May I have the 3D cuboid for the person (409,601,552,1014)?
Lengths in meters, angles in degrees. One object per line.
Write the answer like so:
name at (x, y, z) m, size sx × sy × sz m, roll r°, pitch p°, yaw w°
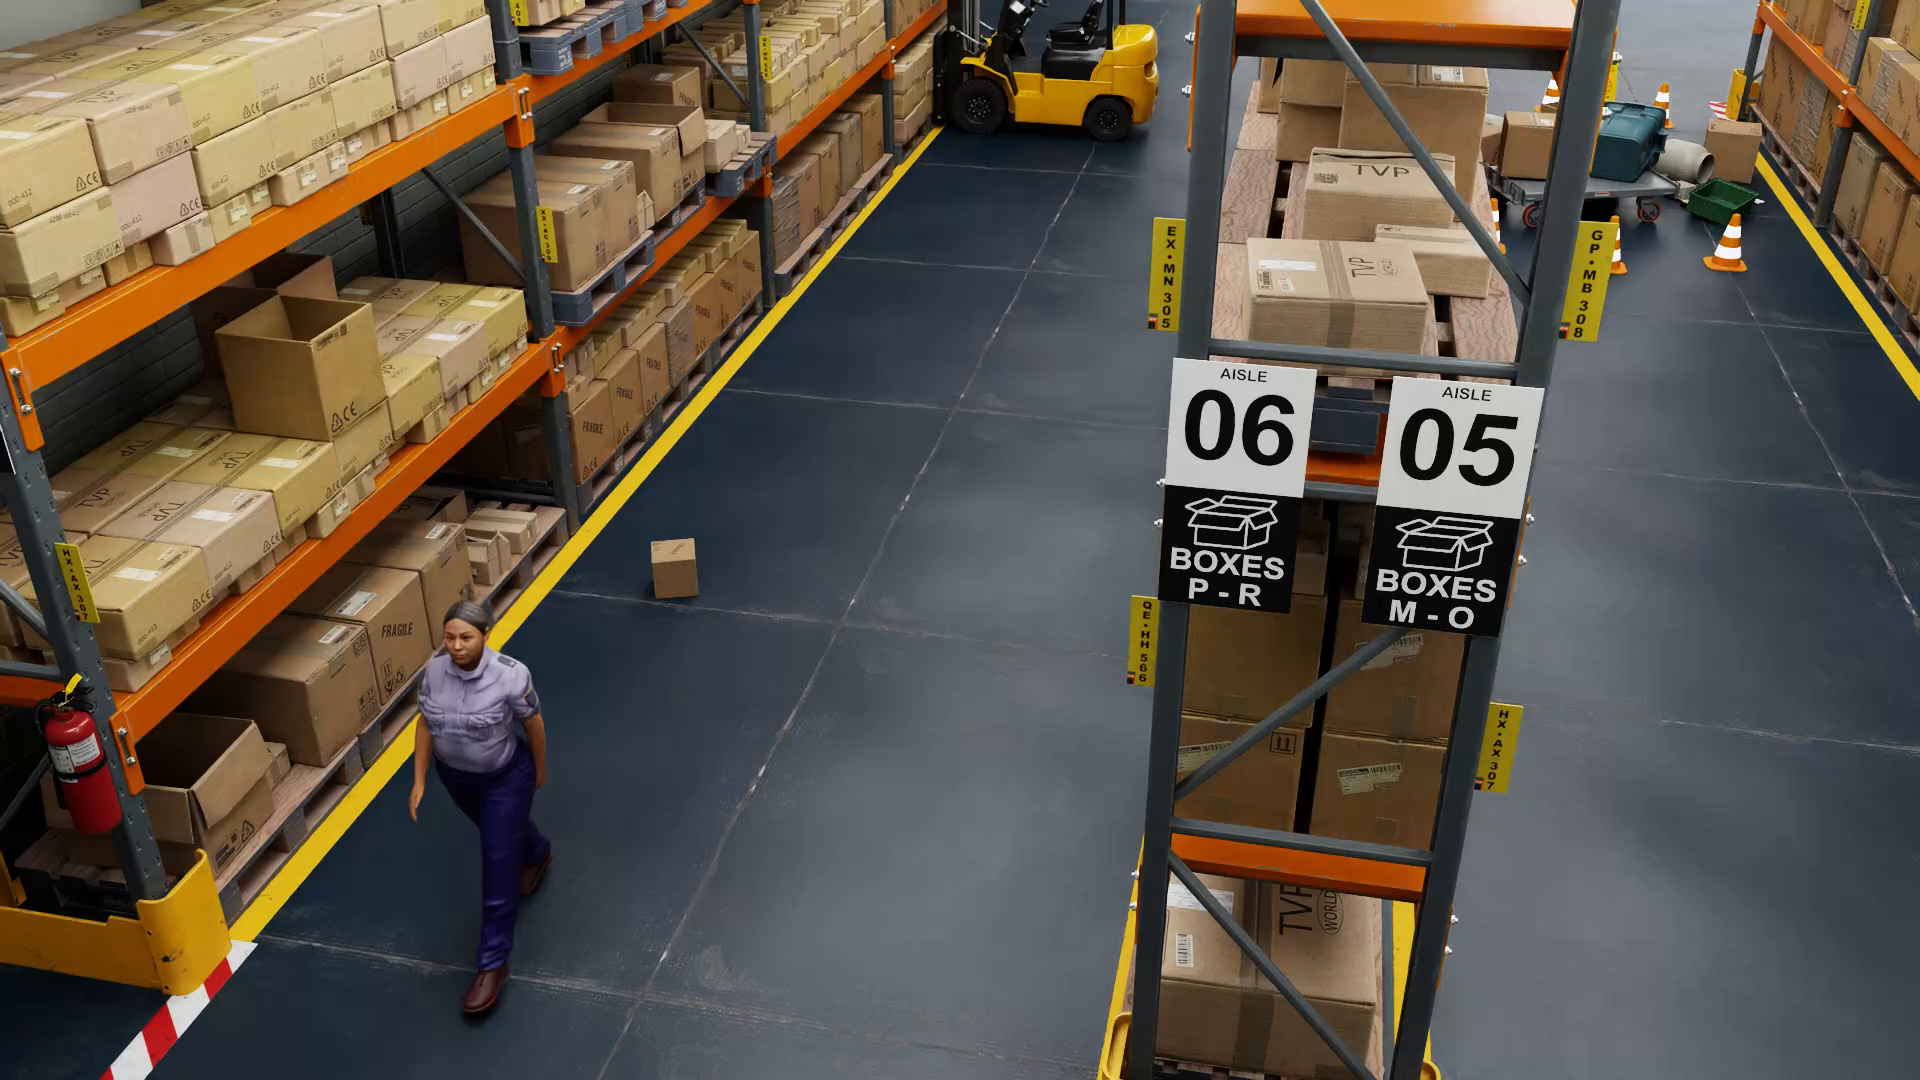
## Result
person at (-1.994, 0.995, 6.805) m, size 0.482 × 1.586 × 0.984 m, roll 9°, pitch 30°, yaw 15°
